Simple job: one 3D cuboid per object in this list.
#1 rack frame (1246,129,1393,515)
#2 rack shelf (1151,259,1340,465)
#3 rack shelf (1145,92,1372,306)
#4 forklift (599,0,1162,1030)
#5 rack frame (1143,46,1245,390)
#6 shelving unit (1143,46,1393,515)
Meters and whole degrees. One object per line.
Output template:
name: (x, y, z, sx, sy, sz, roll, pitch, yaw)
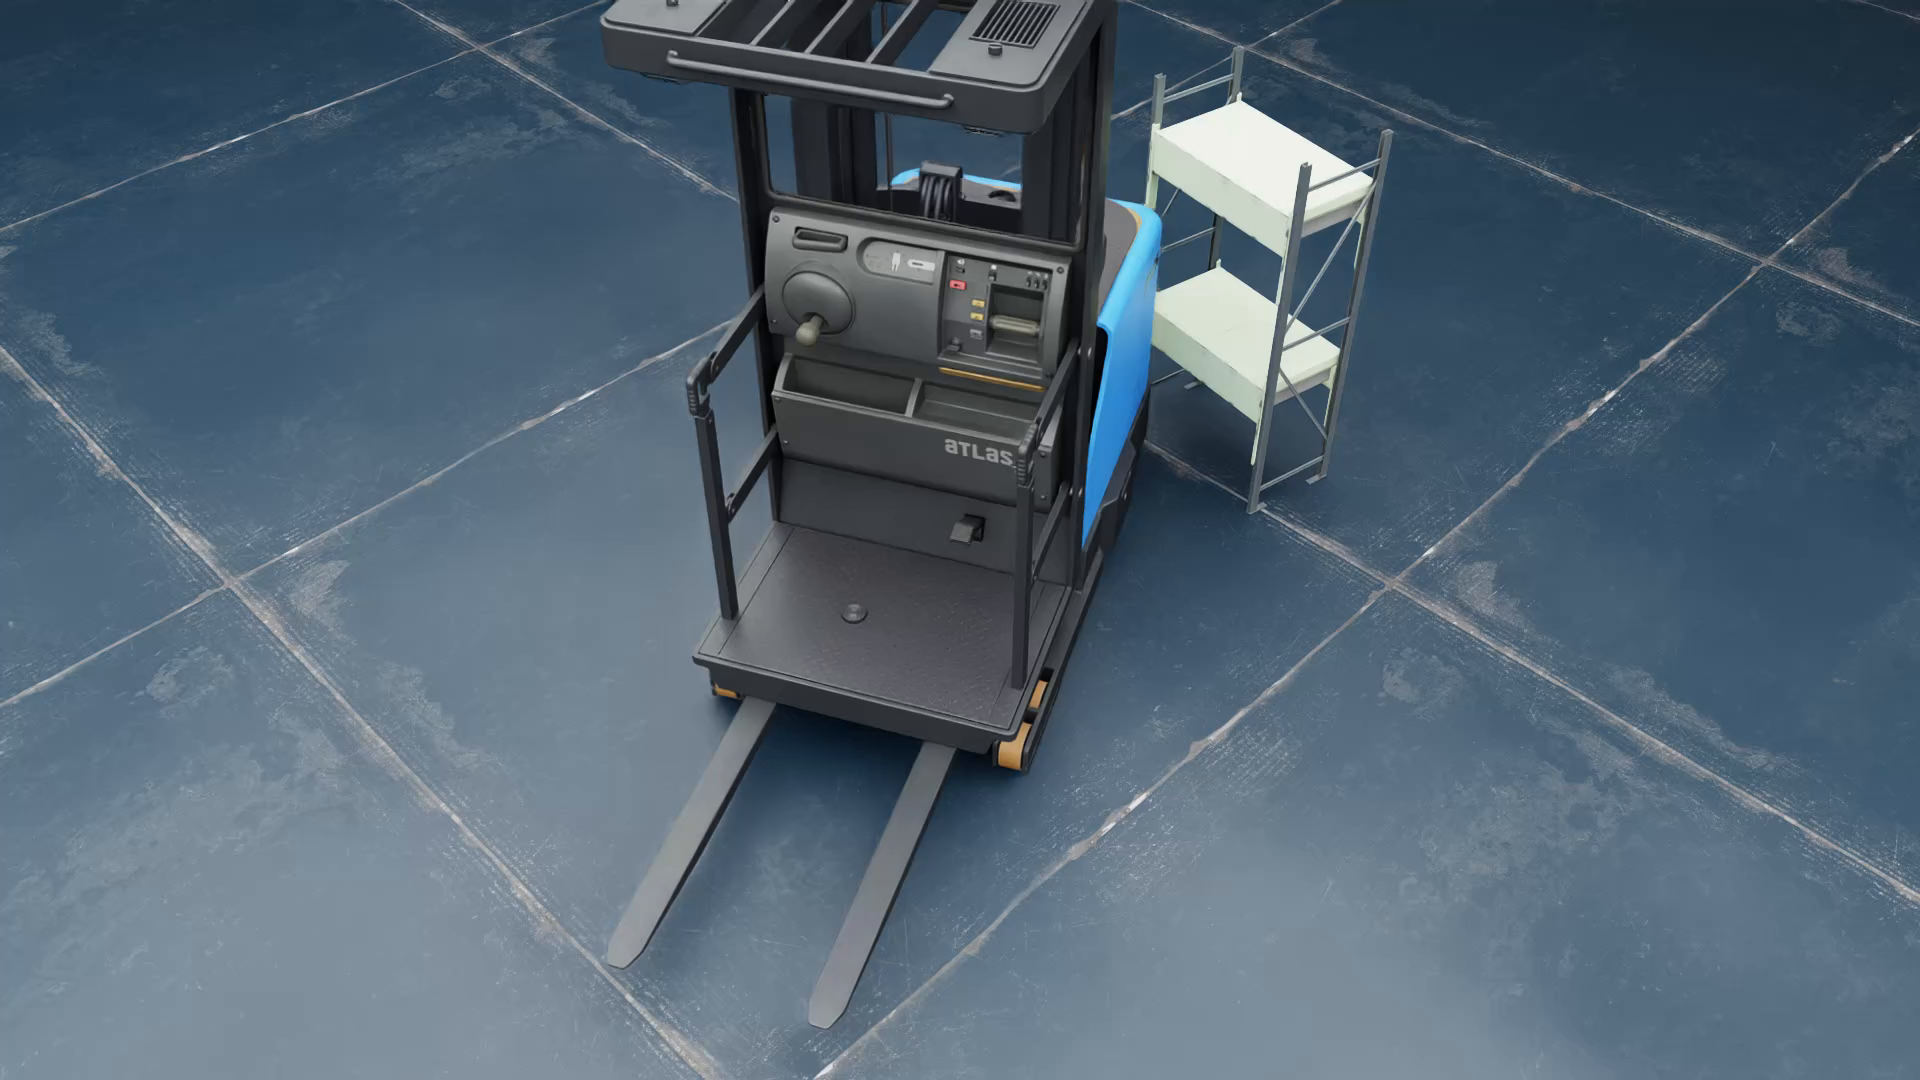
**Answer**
rack frame: (1.265, -0.728, 5.933, 0.400, 1.500, 0.023, -25, 48, -25)
rack shelf: (1.056, -0.693, 6.375, 0.431, 0.370, 0.720, -25, 48, -25)
rack shelf: (1.056, -1.219, 5.889, 0.431, 0.370, 0.720, -25, 48, -25)
forklift: (-0.203, -0.637, 4.779, 1.130, 2.935, 3.031, 13, 44, 13)
rack frame: (0.847, -1.137, 6.375, 0.400, 1.500, 0.023, -25, 48, -25)
shelving unit: (1.056, -0.933, 6.154, 0.431, 1.500, 0.755, -25, 48, -25)
